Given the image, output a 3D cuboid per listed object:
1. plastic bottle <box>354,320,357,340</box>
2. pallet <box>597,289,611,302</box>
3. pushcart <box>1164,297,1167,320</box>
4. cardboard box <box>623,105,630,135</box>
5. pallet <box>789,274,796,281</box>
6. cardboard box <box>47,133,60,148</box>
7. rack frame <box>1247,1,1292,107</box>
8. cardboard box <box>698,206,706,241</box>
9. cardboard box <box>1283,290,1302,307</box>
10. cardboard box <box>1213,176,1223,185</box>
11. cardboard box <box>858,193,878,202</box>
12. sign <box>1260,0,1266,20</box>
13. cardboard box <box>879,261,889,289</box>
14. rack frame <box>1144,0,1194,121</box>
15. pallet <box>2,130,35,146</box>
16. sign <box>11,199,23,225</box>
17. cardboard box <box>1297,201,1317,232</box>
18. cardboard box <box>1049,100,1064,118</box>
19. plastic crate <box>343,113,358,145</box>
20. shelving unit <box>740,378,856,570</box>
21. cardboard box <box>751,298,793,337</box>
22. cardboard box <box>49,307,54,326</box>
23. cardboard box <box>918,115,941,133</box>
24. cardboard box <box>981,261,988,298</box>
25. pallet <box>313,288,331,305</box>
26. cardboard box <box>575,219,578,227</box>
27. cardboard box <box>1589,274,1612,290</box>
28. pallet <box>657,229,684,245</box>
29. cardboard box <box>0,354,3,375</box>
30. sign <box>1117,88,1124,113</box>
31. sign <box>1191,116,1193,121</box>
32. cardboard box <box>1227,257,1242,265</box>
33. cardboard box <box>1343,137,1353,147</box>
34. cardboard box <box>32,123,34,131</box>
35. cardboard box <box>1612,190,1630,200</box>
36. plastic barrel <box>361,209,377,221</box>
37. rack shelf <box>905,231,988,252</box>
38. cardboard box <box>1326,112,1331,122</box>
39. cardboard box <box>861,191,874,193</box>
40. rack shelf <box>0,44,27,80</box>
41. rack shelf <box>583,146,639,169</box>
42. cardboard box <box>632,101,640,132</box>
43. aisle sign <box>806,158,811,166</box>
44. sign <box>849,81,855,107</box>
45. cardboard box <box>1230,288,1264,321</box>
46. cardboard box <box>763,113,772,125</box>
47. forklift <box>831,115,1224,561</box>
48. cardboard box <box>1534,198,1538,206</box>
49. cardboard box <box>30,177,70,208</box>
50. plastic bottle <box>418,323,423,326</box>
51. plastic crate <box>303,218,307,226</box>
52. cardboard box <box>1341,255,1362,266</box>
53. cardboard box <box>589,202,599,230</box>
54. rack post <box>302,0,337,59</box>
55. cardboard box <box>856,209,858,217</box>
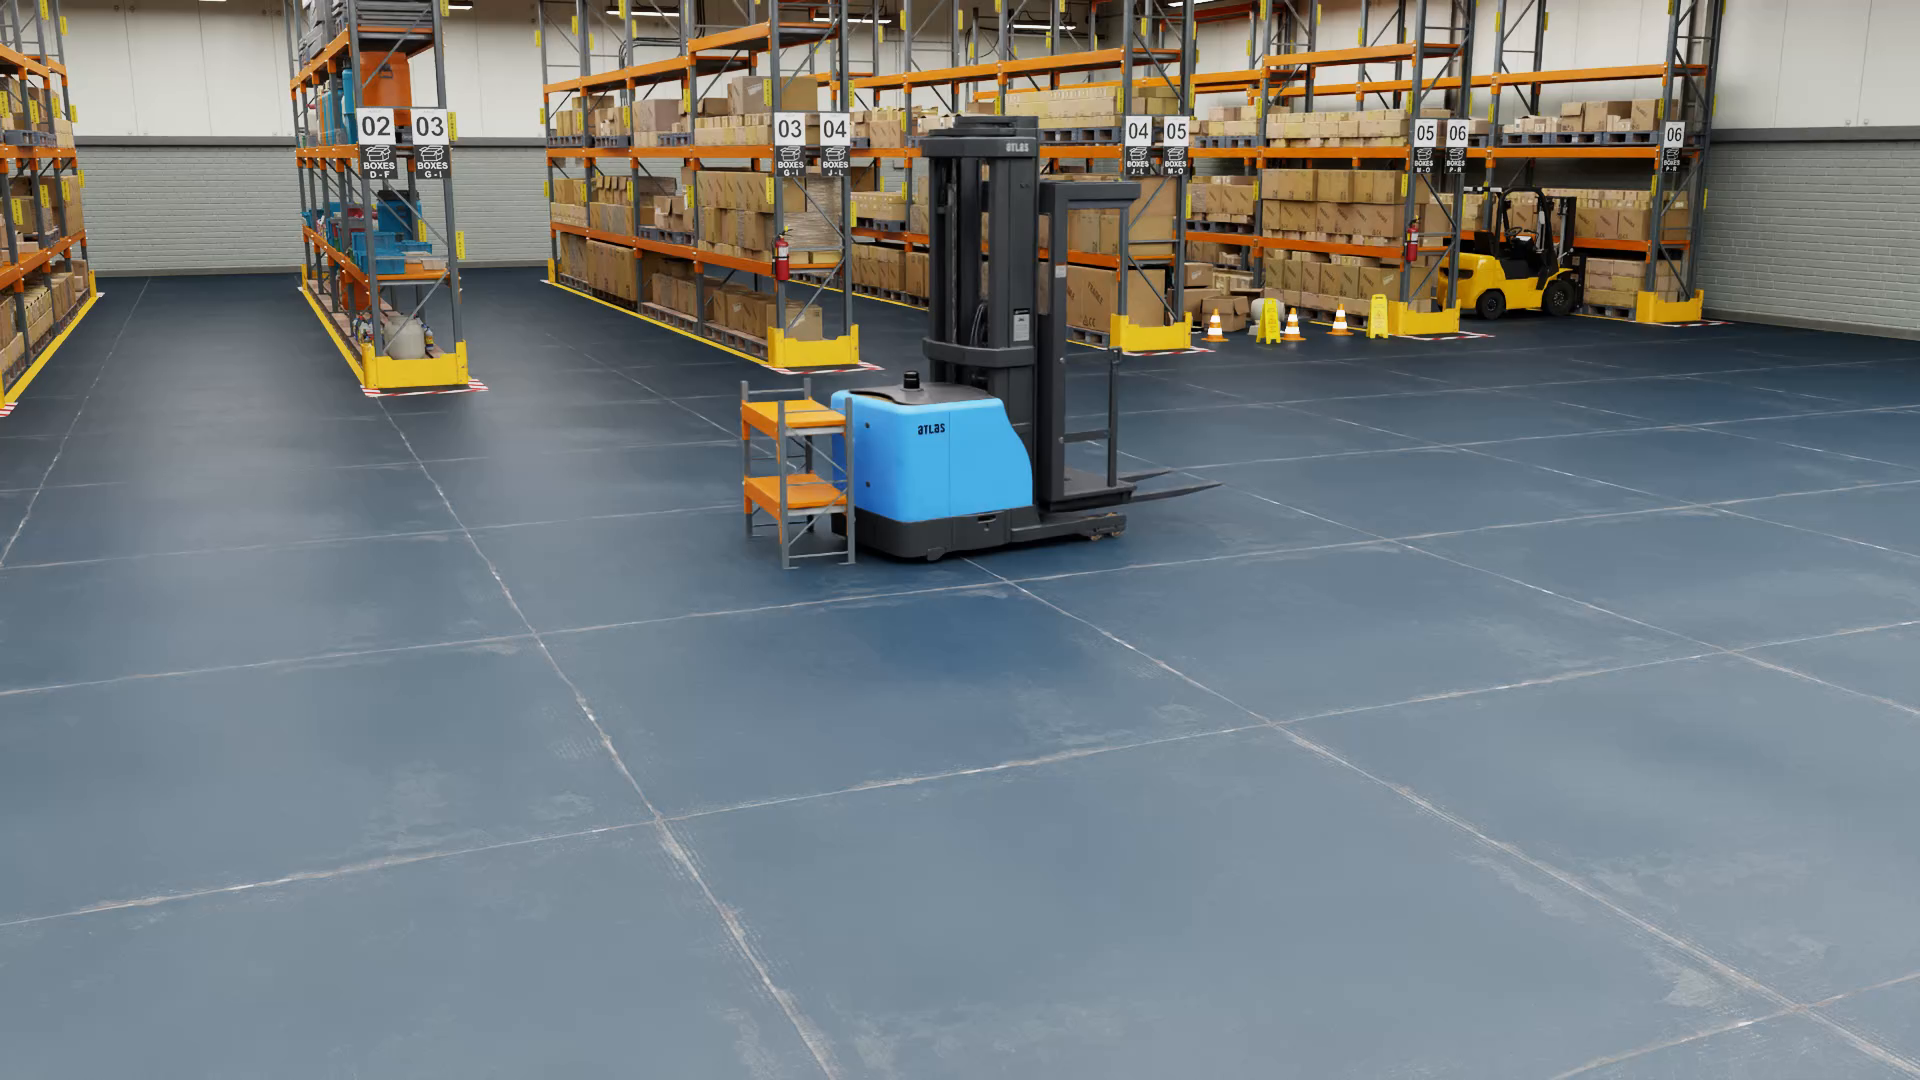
[{"bbox_3d":[-8.151,-2.854,22.616,0.152,0.276,0.135,-5,14,-21],"label":"plastic bottle"},{"bbox_3d":[-6.320,-4.726,31.821,1.003,0.211,1.213,-6,14,-23],"label":"pallet"},{"bbox_3d":[3.518,-3.986,28.253,1.648,0.377,0.936,-12,18,-42],"label":"pushcart"},{"bbox_3d":[-5.406,-7.246,28.715,0.797,0.503,0.637,-5,14,-20],"label":"cardboard box"},{"bbox_3d":[-3.392,-5.945,37.090,1.003,0.211,1.213,-6,14,-23],"label":"pallet"},{"bbox_3d":[-15.745,-6.854,28.513,0.500,0.250,0.500,-6,14,-23],"label":"cardboard box"},{"bbox_3d":[6.929,-10.504,37.297,1.000,3.000,0.127,-6,14,-23],"label":"rack frame"},{"bbox_3d":[-3.370,-4.679,24.554,0.875,0.500,0.500,-6,14,-23],"label":"cardboard box"},{"bbox_3d":[5.800,-4.089,28.051,0.500,0.250,0.500,-5,14,-20],"label":"cardboard box"},{"bbox_3d":[4.775,-6.464,29.896,0.380,0.149,0.250,-6,14,-25],"label":"cardboard box"},{"bbox_3d":[-1.747,-6.591,32.001,0.380,0.149,0.250,-5,14,-21],"label":"cardboard box"},{"bbox_3d":[5.080,-8.883,27.871,0.100,0.325,0.005,-6,14,-23],"label":"sign"},{"bbox_3d":[-1.218,-5.044,31.626,0.500,0.500,0.500,-5,14,-21],"label":"cardboard box"},{"bbox_3d":[3.984,-9.228,31.786,1.000,3.000,0.127,-6,14,-23],"label":"rack frame"},{"bbox_3d":[-13.370,-5.523,22.848,1.003,0.211,1.213,-5,14,-20],"label":"pallet"},{"bbox_3d":[-12.064,-4.201,21.273,0.100,0.325,0.005,-6,14,-23],"label":"sign"},{"bbox_3d":[5.919,-5.350,27.453,0.500,0.500,0.500,-6,14,-23],"label":"cardboard box"},{"bbox_3d":[1.640,-6.359,24.559,0.500,0.250,0.500,-5,14,-22],"label":"cardboard box"},{"bbox_3d":[-7.469,-5.131,20.769,0.392,0.384,0.575,-6,14,-23],"label":"plastic crate"},{"bbox_3d":[-1.125,-0.480,11.447,0.538,1.125,1.048,-5,14,-20],"label":"shelving unit"},{"bbox_3d":[-2.630,-3.127,23.339,0.500,0.500,0.500,-4,14,-18],"label":"cardboard box"},{"bbox_3d":[-13.740,-3.295,24.621,0.500,0.250,0.500,-5,14,-22],"label":"cardboard box"},{"bbox_3d":[-0.422,-7.340,29.322,0.500,0.311,0.500,-6,14,-23],"label":"cardboard box"},{"bbox_3d":[0.760,-4.240,27.595,1.050,0.750,0.750,-6,14,-23],"label":"cardboard box"},{"bbox_3d":[-11.566,-4.580,31.189,1.003,0.211,1.213,-6,14,-23],"label":"pallet"},{"bbox_3d":[-7.429,-6.307,33.027,0.380,0.149,0.250,-5,14,-22],"label":"cardboard box"},{"bbox_3d":[11.063,-4.388,28.233,0.500,0.250,0.500,-6,14,-24],"label":"cardboard box"},{"bbox_3d":[-4.265,-4.912,26.866,1.003,0.211,1.213,-6,14,-23],"label":"pallet"},{"bbox_3d":[-11.184,-1.963,18.864,0.500,0.250,0.500,-6,14,-23],"label":"cardboard box"},{"bbox_3d":[2.191,-5.993,22.671,0.100,0.325,0.005,-6,14,-23],"label":"sign"},{"bbox_3d":[4.482,-8.068,32.276,0.100,0.325,0.005,-6,14,-23],"label":"sign"},{"bbox_3d":[6.436,-6.486,38.631,0.380,0.149,0.250,-6,14,-25],"label":"cardboard box"},{"bbox_3d":[6.302,-6.307,26.375,0.380,0.149,0.250,-6,14,-25],"label":"cardboard box"},{"bbox_3d":[-14.584,-6.219,25.215,0.910,0.500,0.500,-6,14,-23],"label":"cardboard box"},{"bbox_3d":[11.142,-5.766,27.812,0.380,0.149,0.250,-5,14,-22],"label":"cardboard box"},{"bbox_3d":[-9.171,-4.961,26.351,0.600,0.536,0.708,-6,14,-23],"label":"plastic barrel"},{"bbox_3d":[0.290,-5.074,28.737,1.077,0.370,4.000,-6,14,-23],"label":"rack shelf"},{"bbox_3d":[6.112,-6.799,26.728,0.380,0.149,0.250,-5,14,-22],"label":"cardboard box"},{"bbox_3d":[-2.081,-6.983,34.507,0.500,0.500,0.500,-6,14,-24],"label":"cardboard box"},{"bbox_3d":[-13.373,-6.481,22.397,1.077,0.370,4.000,-6,14,-23],"label":"rack shelf"},{"bbox_3d":[-5.897,-6.935,30.124,1.077,0.370,4.000,-6,14,-23],"label":"rack shelf"},{"bbox_3d":[-5.143,-7.044,27.669,0.500,0.500,0.500,-5,14,-22],"label":"cardboard box"},{"bbox_3d":[-3.470,-8.799,37.471,0.394,0.787,0.004,-6,14,-23],"label":"aisle sign"},{"bbox_3d":[-1.394,-5.694,21.229,0.100,0.325,0.005,-6,14,-23],"label":"sign"},{"bbox_3d":[4.769,-3.918,27.686,0.500,0.500,0.500,4,14,16],"label":"cardboard box"},{"bbox_3d":[-2.288,-5.370,21.214,0.380,0.149,0.250,-6,14,-23],"label":"cardboard box"},{"bbox_3d":[0.593,-1.520,11.938,3.031,2.935,1.130,-9,16,-33],"label":"forklift"},{"bbox_3d":[10.389,-5.987,29.425,0.380,0.149,0.250,-6,14,-24],"label":"cardboard box"},{"bbox_3d":[-15.707,-6.002,28.710,0.500,0.500,0.500,-5,14,-21],"label":"cardboard box"},{"bbox_3d":[-7.242,-2.777,22.281,0.152,0.276,0.135,-5,14,-22],"label":"plastic bottle"},{"bbox_3d":[-12.717,-6.222,32.554,0.250,0.136,0.298,-6,14,-23],"label":"plastic crate"},{"bbox_3d":[6.323,-4.463,26.567,0.380,0.149,0.250,-5,14,-22],"label":"cardboard box"},{"bbox_3d":[-6.743,-6.168,31.647,0.500,0.500,0.500,-6,14,-23],"label":"cardboard box"},{"bbox_3d":[-8.899,-7.556,24.117,1.013,1.000,3.121,-6,14,-23],"label":"rack post"},{"bbox_3d":[-1.849,-6.354,32.298,0.380,0.149,0.250,-6,14,-24],"label":"cardboard box"}]
